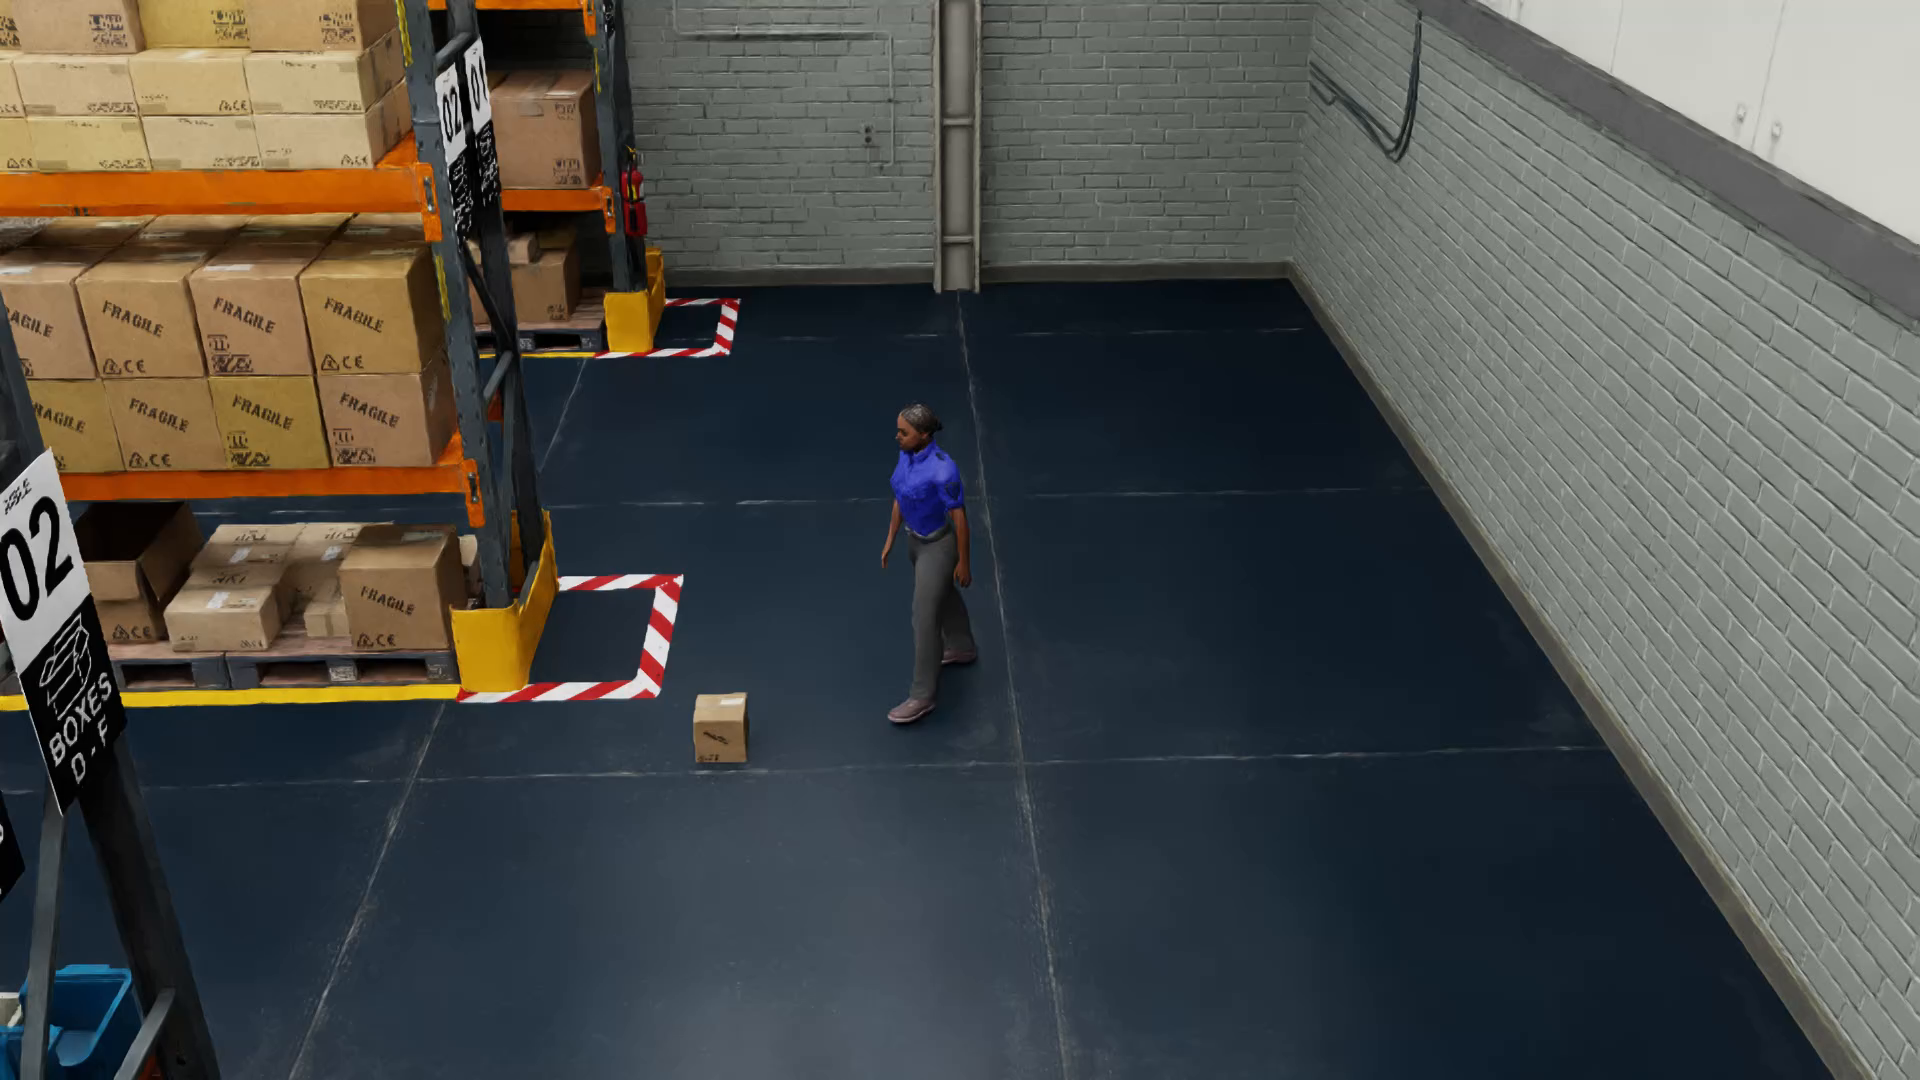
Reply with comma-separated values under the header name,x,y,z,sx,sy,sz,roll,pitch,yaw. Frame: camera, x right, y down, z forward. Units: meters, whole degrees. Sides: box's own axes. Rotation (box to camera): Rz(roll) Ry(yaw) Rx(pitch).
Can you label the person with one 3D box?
name,x,y,z,sx,sy,sz,roll,pitch,yaw
person,-0.159,0.058,8.510,0.686,1.626,0.578,-13,30,-22
